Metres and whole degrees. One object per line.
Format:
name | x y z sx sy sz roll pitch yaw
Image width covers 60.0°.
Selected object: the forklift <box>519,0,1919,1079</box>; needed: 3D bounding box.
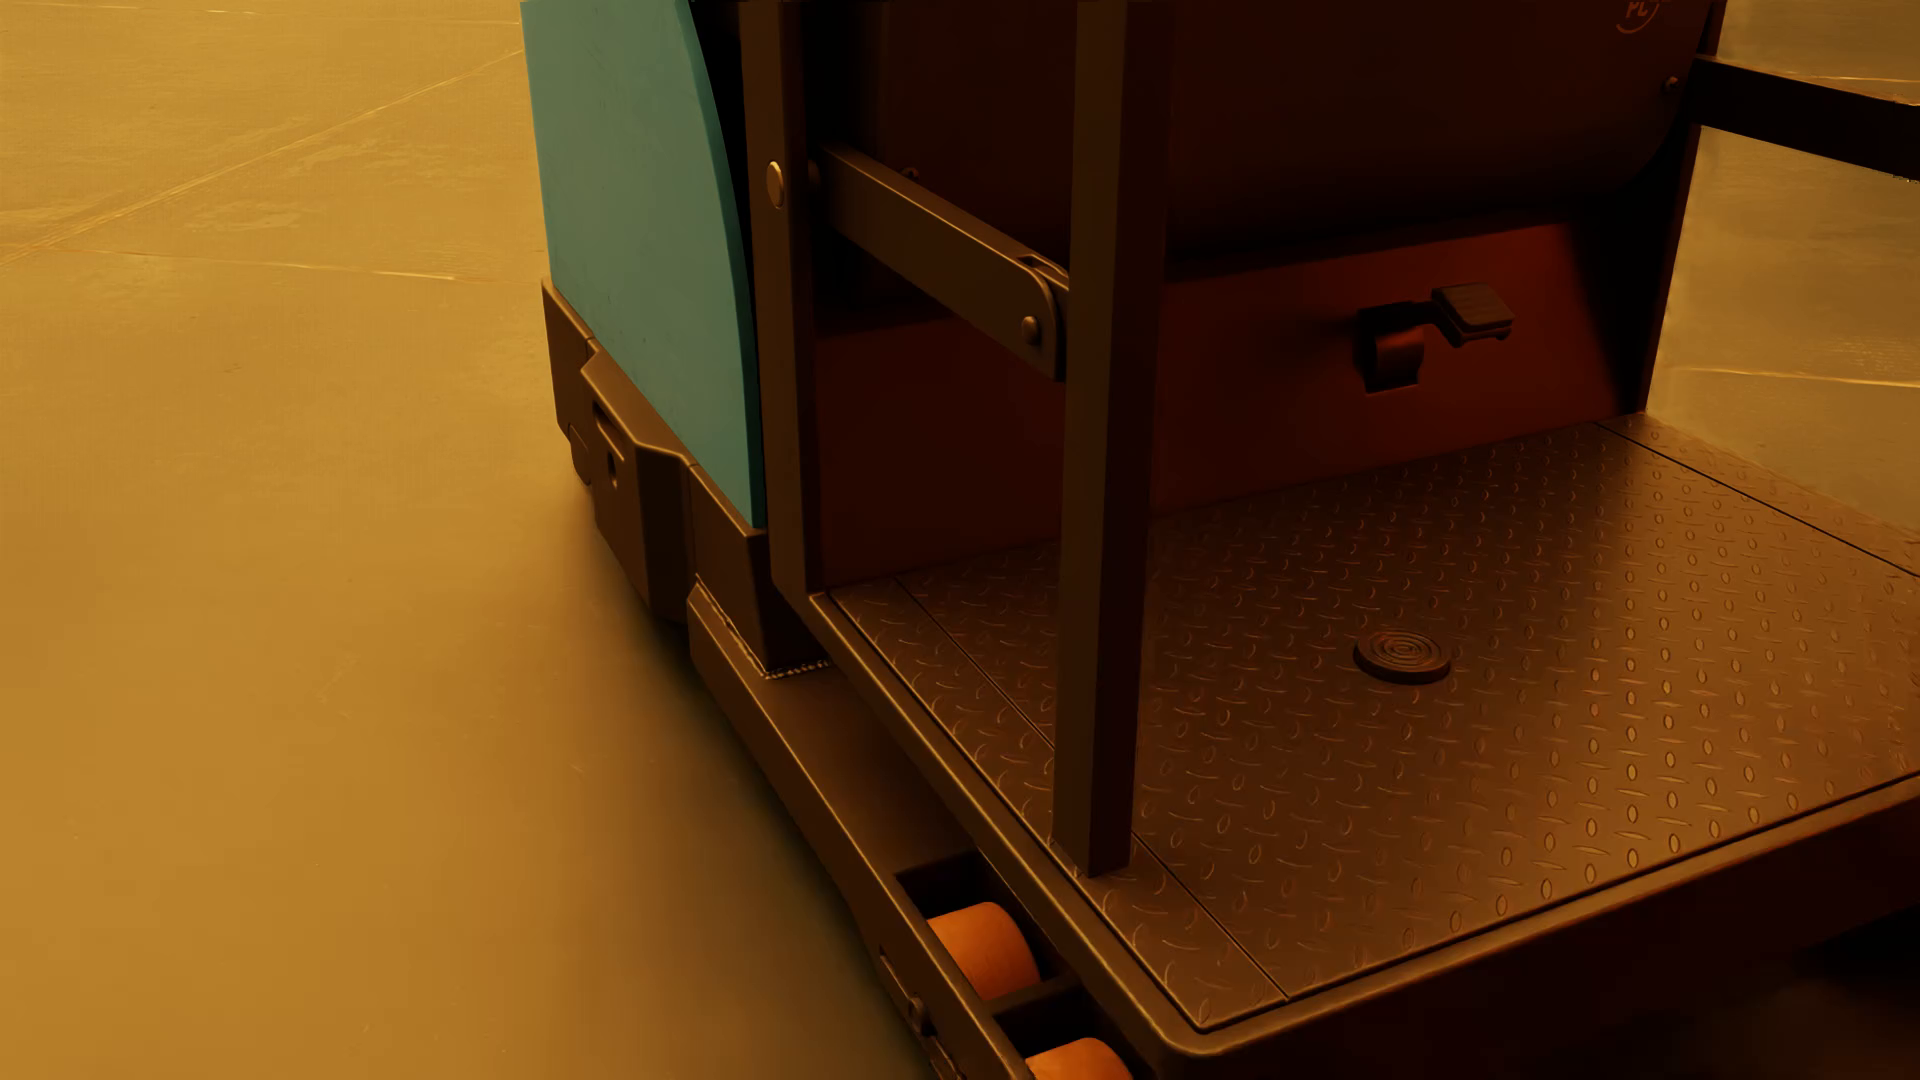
forklift | 0.428 -0.957 1.143 1.130 2.935 3.031 -12 29 -23
